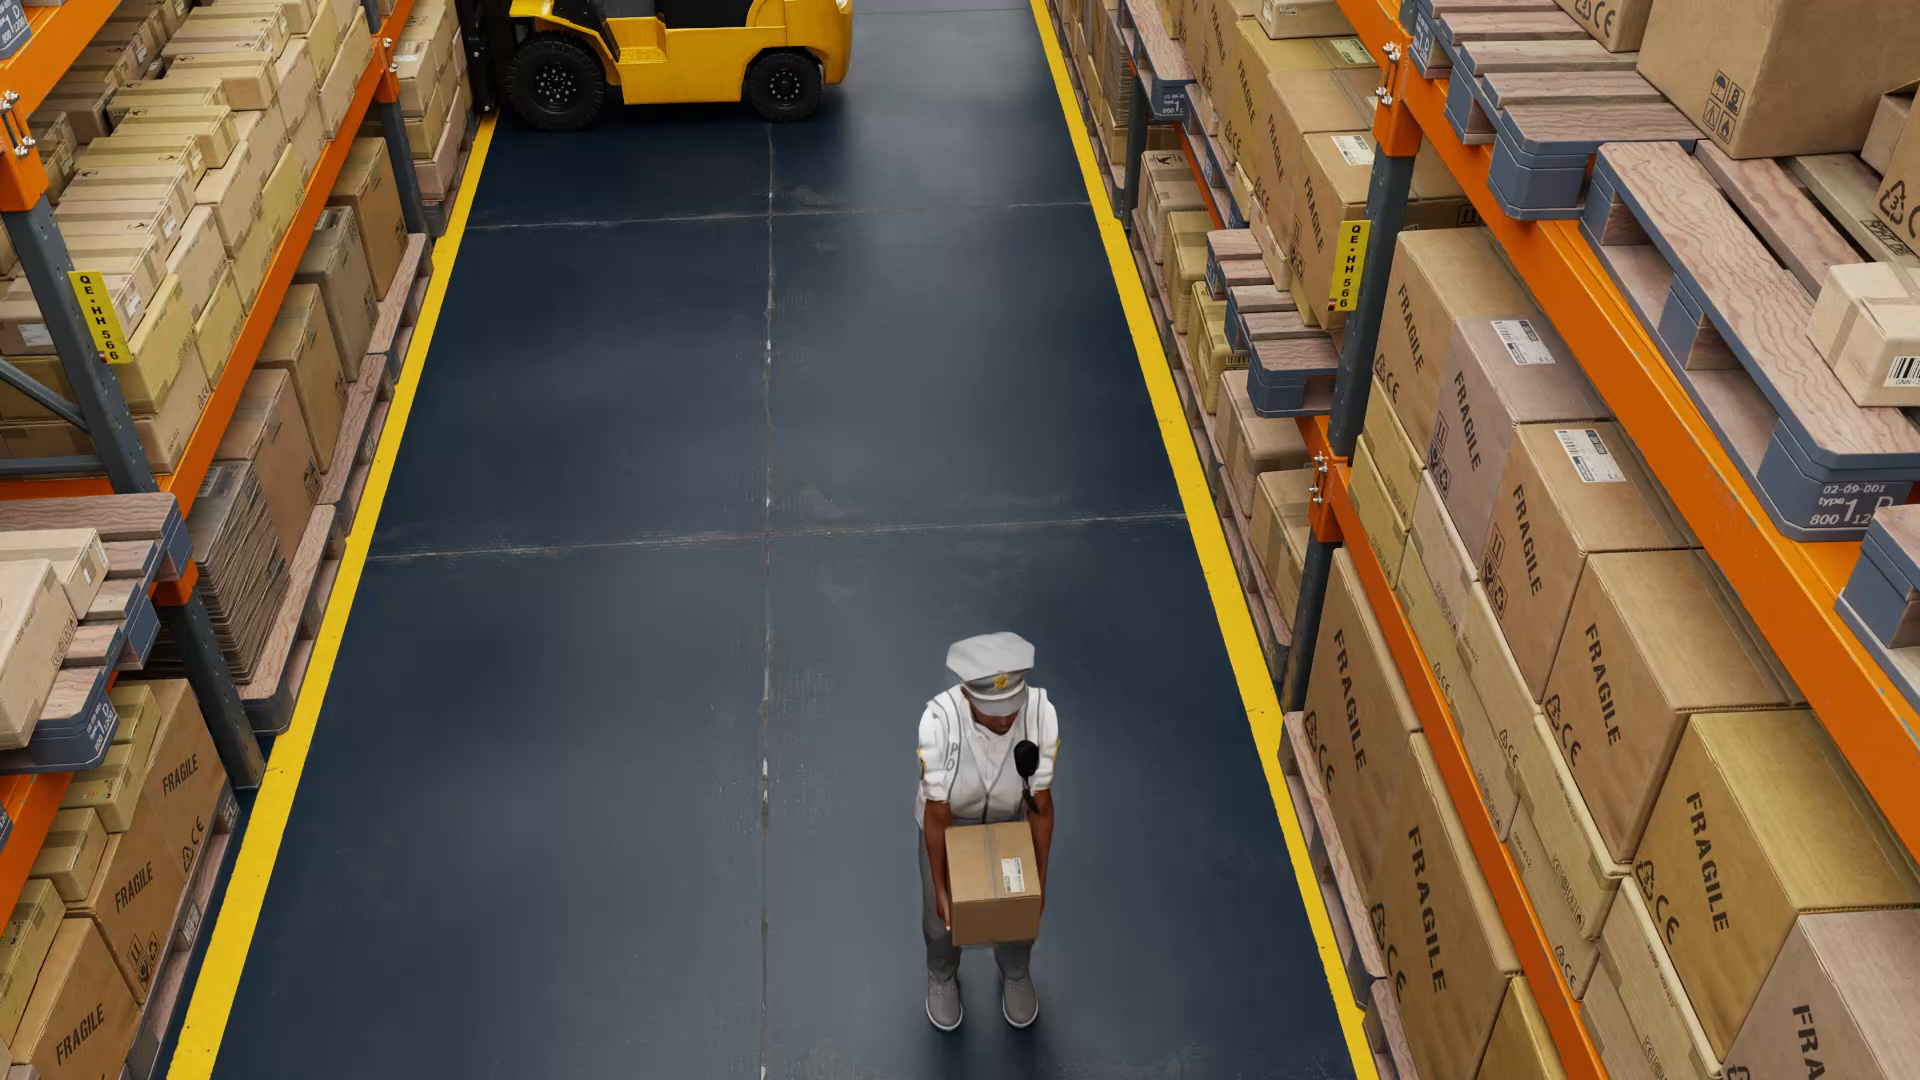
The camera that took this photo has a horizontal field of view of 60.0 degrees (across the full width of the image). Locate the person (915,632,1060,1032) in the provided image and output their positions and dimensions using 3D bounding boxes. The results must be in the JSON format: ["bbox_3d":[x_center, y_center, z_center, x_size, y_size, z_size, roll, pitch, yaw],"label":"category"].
[{"bbox_3d":[0.081,0.929,5.029,0.416,1.663,0.544,-4,40,-5],"label":"person"}]
